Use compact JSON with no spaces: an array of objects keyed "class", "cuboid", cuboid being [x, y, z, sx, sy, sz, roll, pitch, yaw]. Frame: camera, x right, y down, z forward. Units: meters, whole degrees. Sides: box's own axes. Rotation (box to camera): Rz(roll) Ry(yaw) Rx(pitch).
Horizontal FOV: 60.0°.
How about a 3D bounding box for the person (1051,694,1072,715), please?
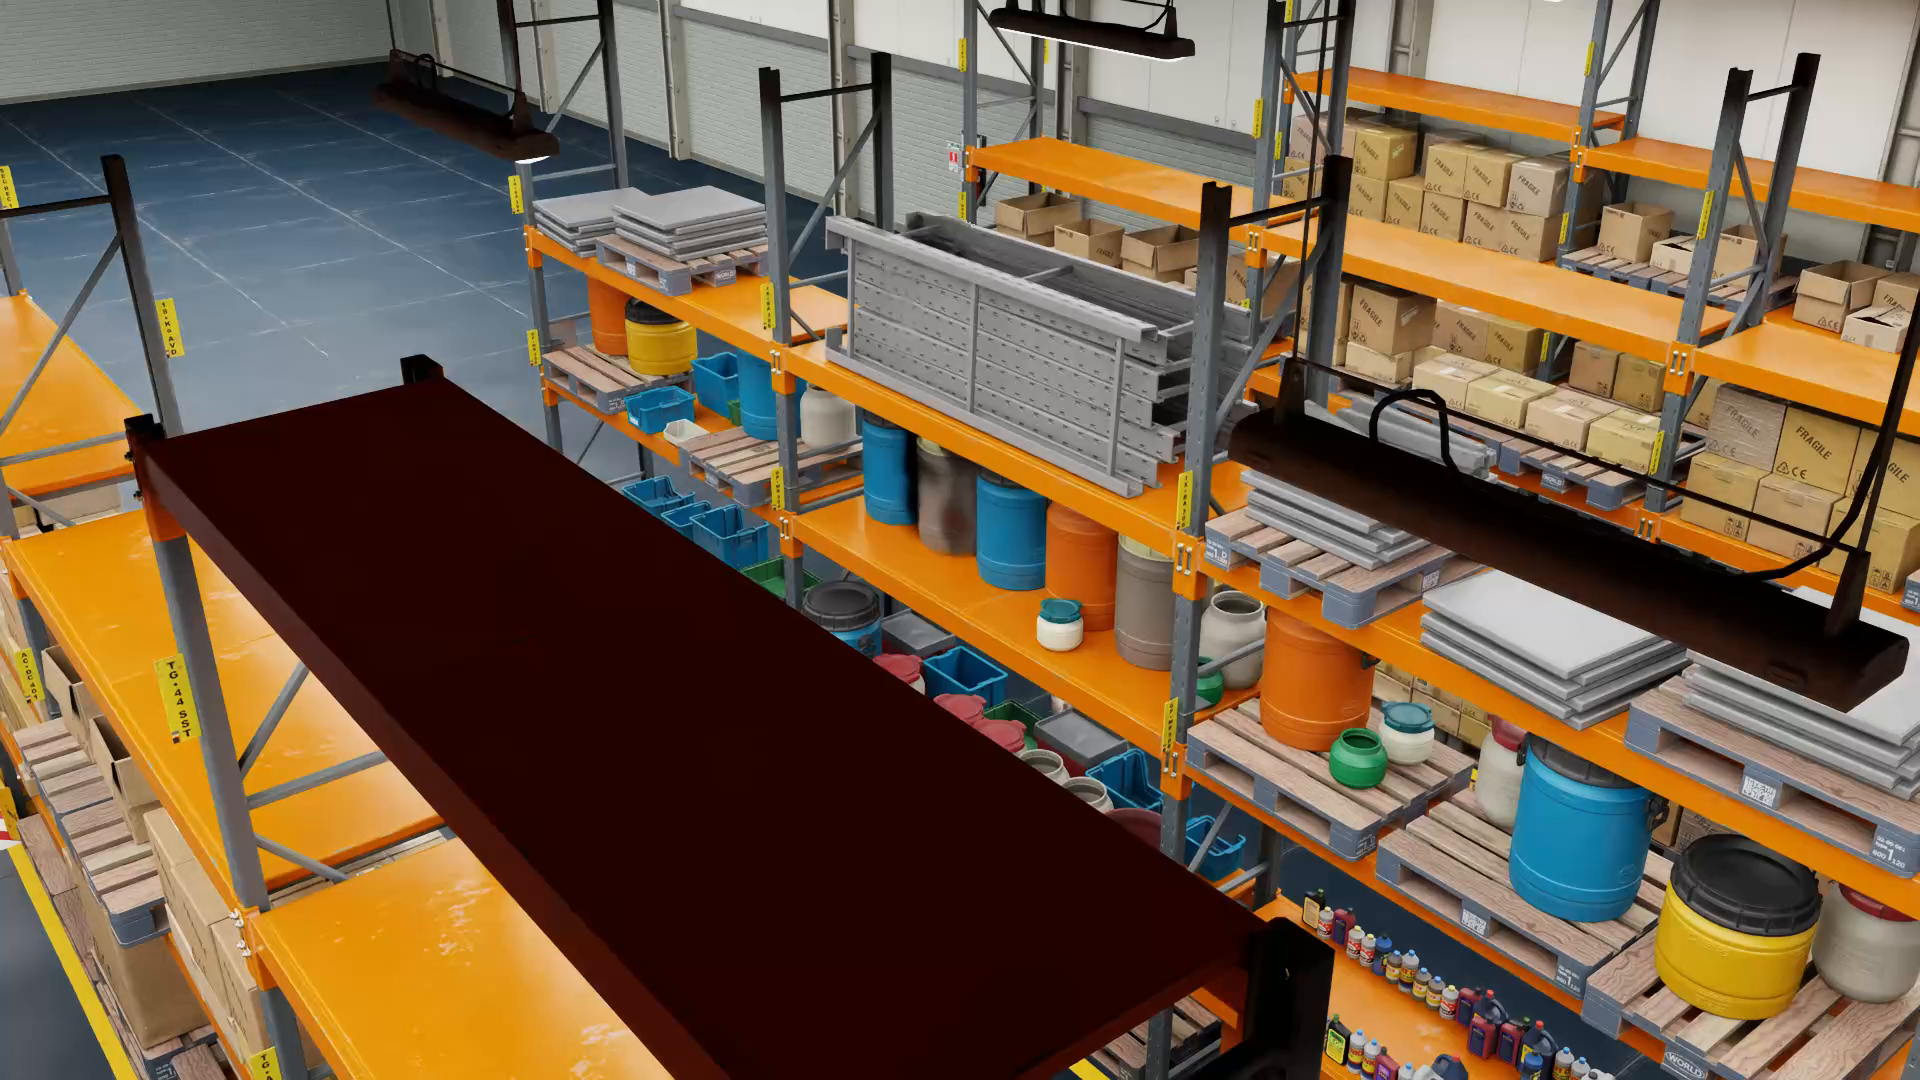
[{"class":"person","cuboid":[0.991,1.606,13.214,0.649,1.612,0.942,-13,29,-26]}]
